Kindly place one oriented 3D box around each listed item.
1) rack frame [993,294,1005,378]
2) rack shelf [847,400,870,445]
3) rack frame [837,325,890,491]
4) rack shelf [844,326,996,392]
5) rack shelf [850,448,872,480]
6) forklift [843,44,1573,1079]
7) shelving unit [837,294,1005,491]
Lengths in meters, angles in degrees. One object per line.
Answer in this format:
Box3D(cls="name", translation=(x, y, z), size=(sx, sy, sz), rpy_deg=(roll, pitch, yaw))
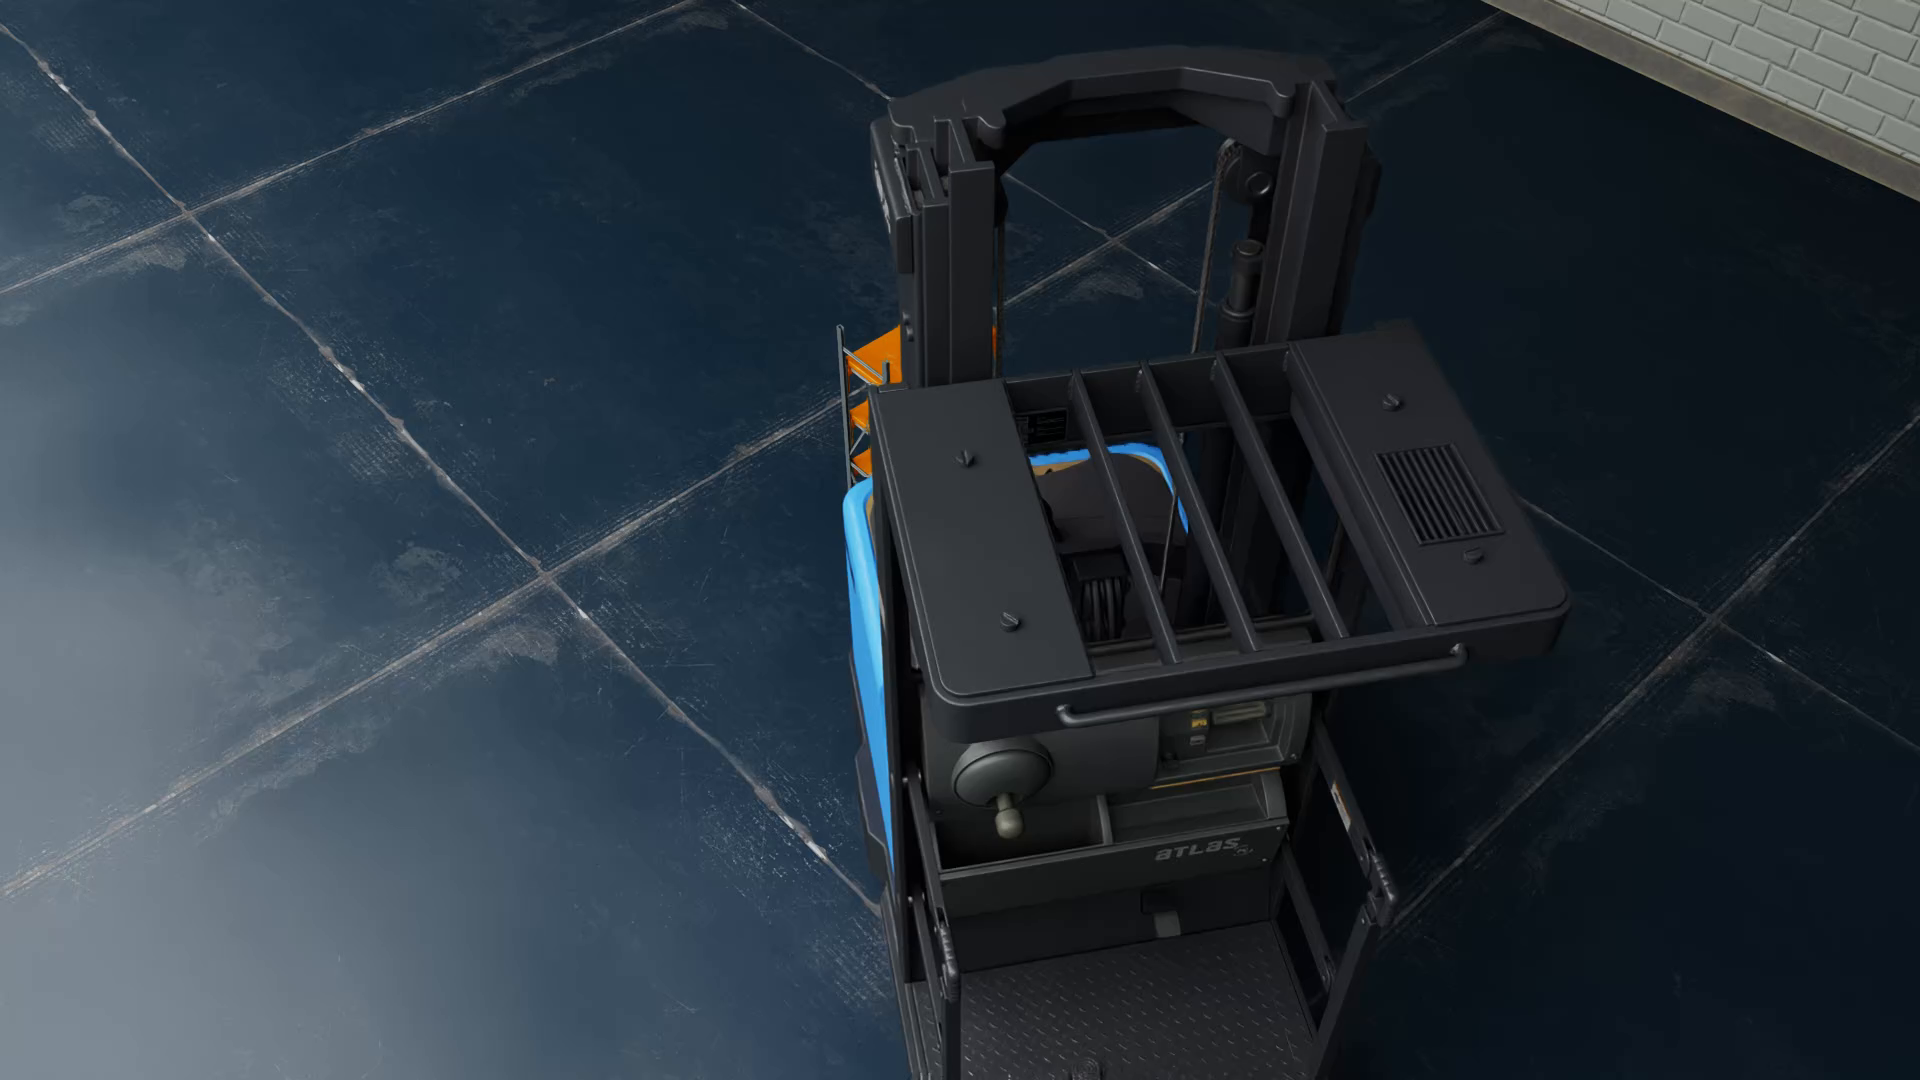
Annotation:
Box3D(cls="rack frame", translation=(0.058, -0.446, 5.845), size=(0.015, 1.200, 0.240), rpy_deg=(-34, 56, -27))
Box3D(cls="rack shelf", translation=(-0.122, -0.431, 5.619), size=(0.480, 0.148, 0.258), rpy_deg=(-34, 56, -27))
Box3D(cls="rack frame", translation=(-0.303, -0.204, 5.622), size=(0.015, 1.200, 0.240), rpy_deg=(-34, 56, -27))
Box3D(cls="rack shelf", translation=(-0.122, -0.592, 5.445), size=(0.480, 0.148, 0.258), rpy_deg=(-34, 56, -27))
Box3D(cls="rack shelf", translation=(-0.122, -0.279, 5.783), size=(0.480, 0.148, 0.258), rpy_deg=(-34, 56, -27))
Box3D(cls="forklift", translation=(0.414, 0.555, 3.744), size=(1.130, 2.935, 3.031), rpy_deg=(-8, 48, -7))
Box3D(cls="shelving unit", translation=(-0.122, -0.325, 5.734), size=(0.503, 1.200, 0.258), rpy_deg=(-34, 56, -27))
